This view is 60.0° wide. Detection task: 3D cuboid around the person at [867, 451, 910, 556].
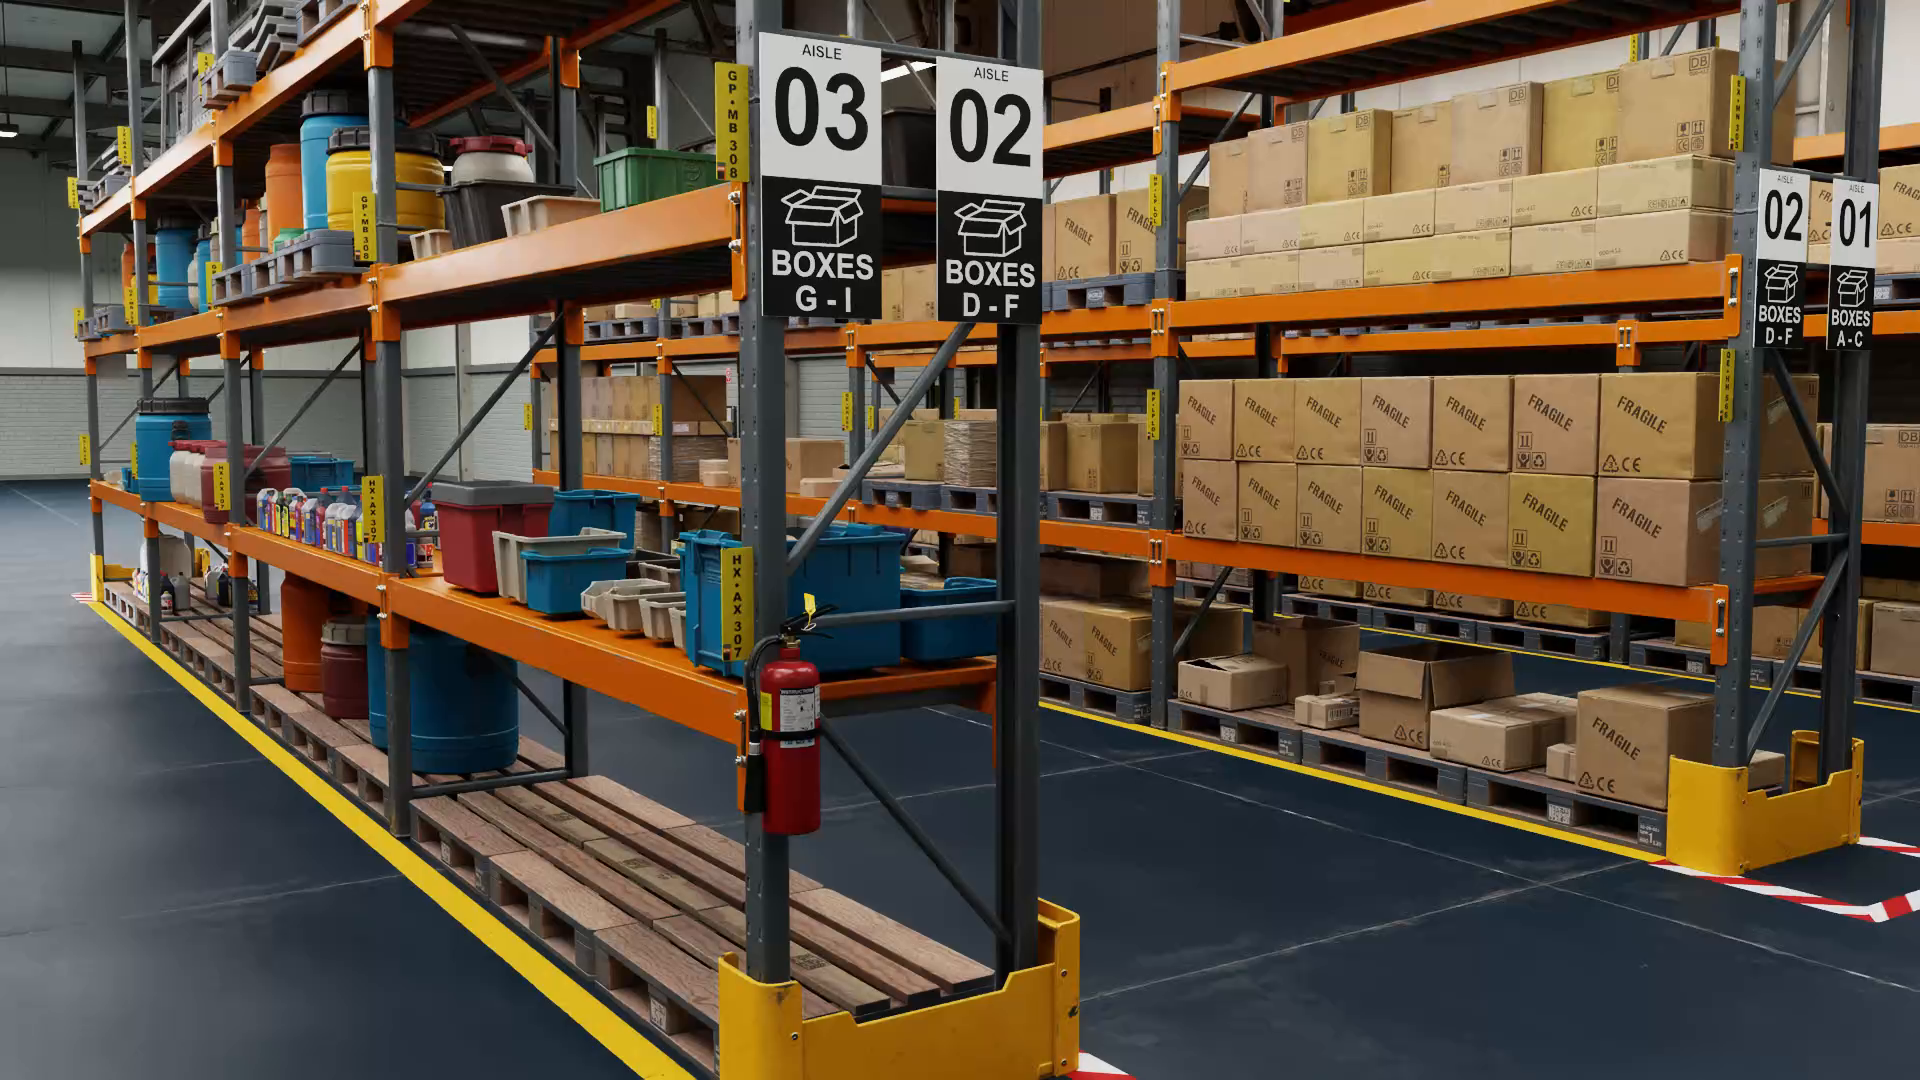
[{"bbox_3d":[-0.817,-0.134,17.838,0.435,1.646,0.533,-3,6,-35],"label":"person"}]
